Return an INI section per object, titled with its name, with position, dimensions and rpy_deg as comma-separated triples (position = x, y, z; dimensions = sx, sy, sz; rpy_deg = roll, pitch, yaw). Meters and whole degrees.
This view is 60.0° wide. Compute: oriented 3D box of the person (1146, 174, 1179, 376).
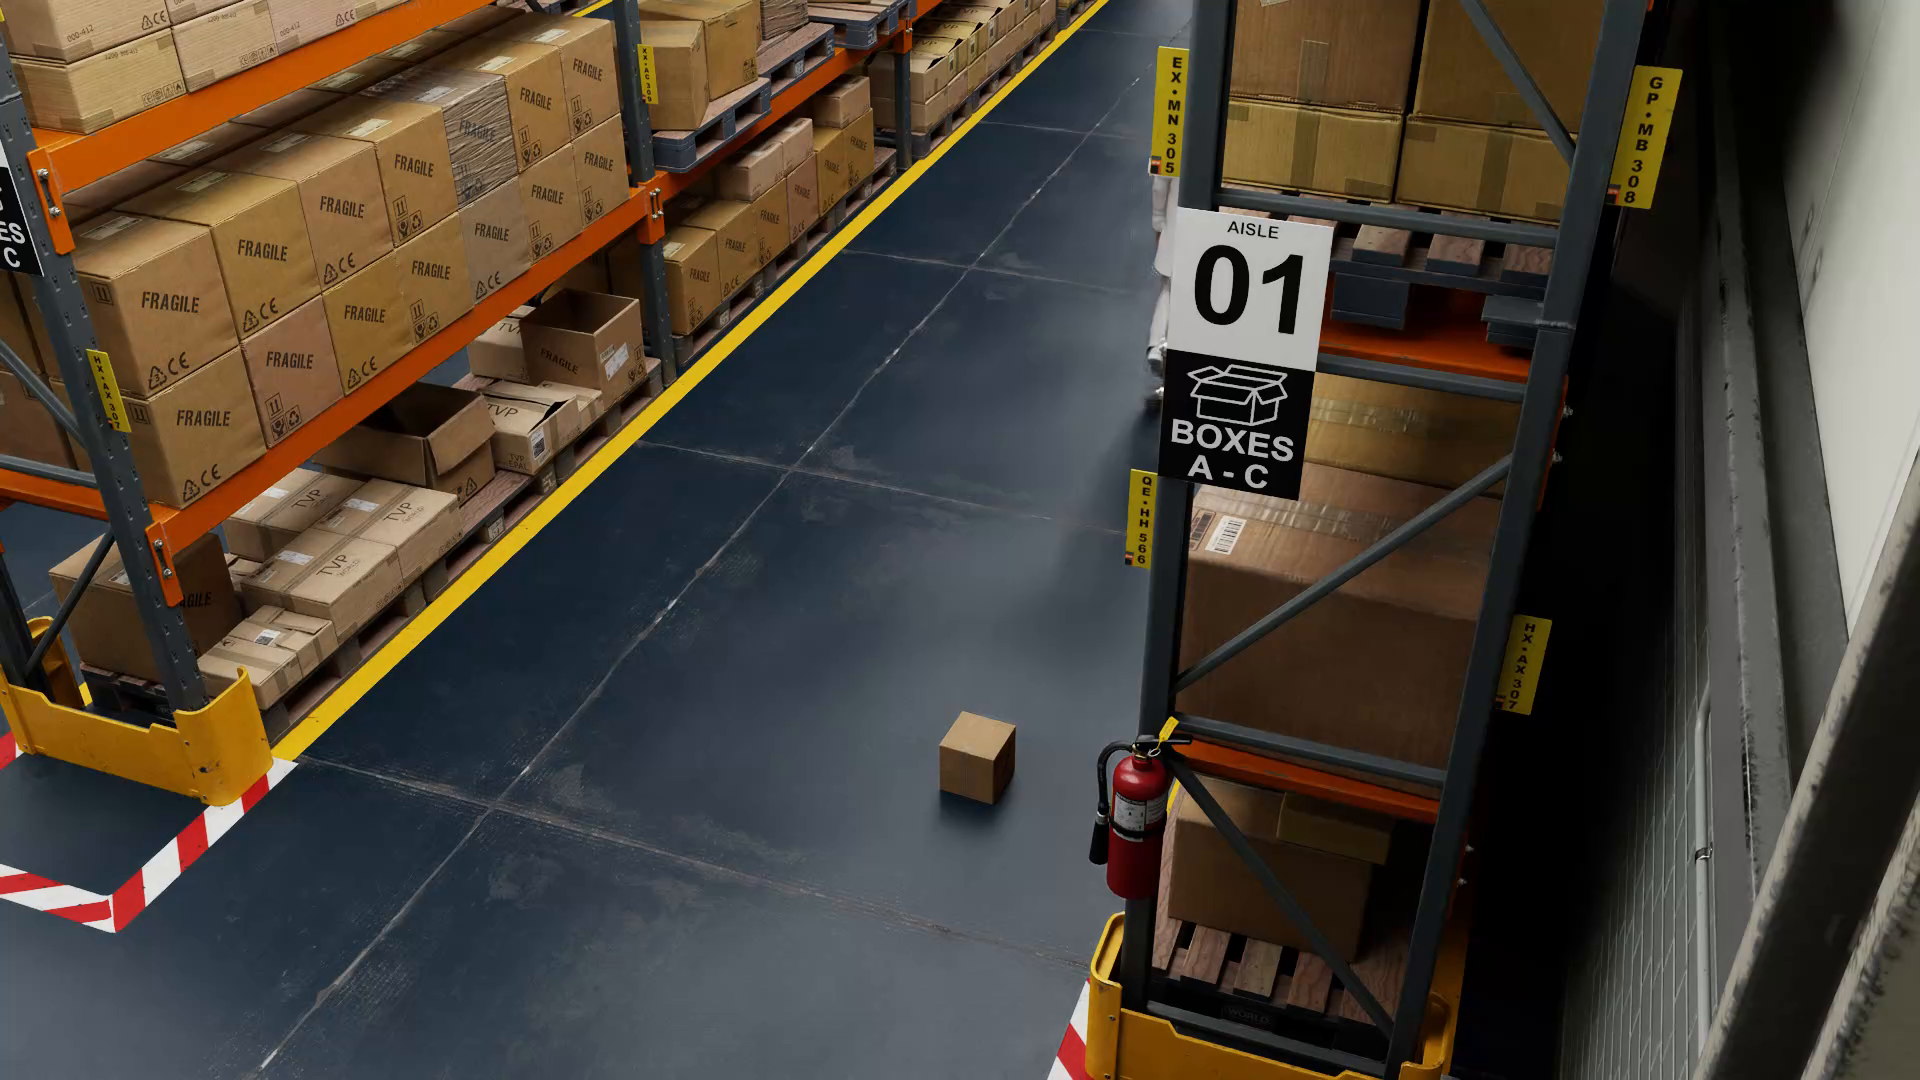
[person]
position = 1.405, -1.810, 9.950
dimensions = 0.570, 1.749, 0.993
rpy_deg = 11, 34, 16
